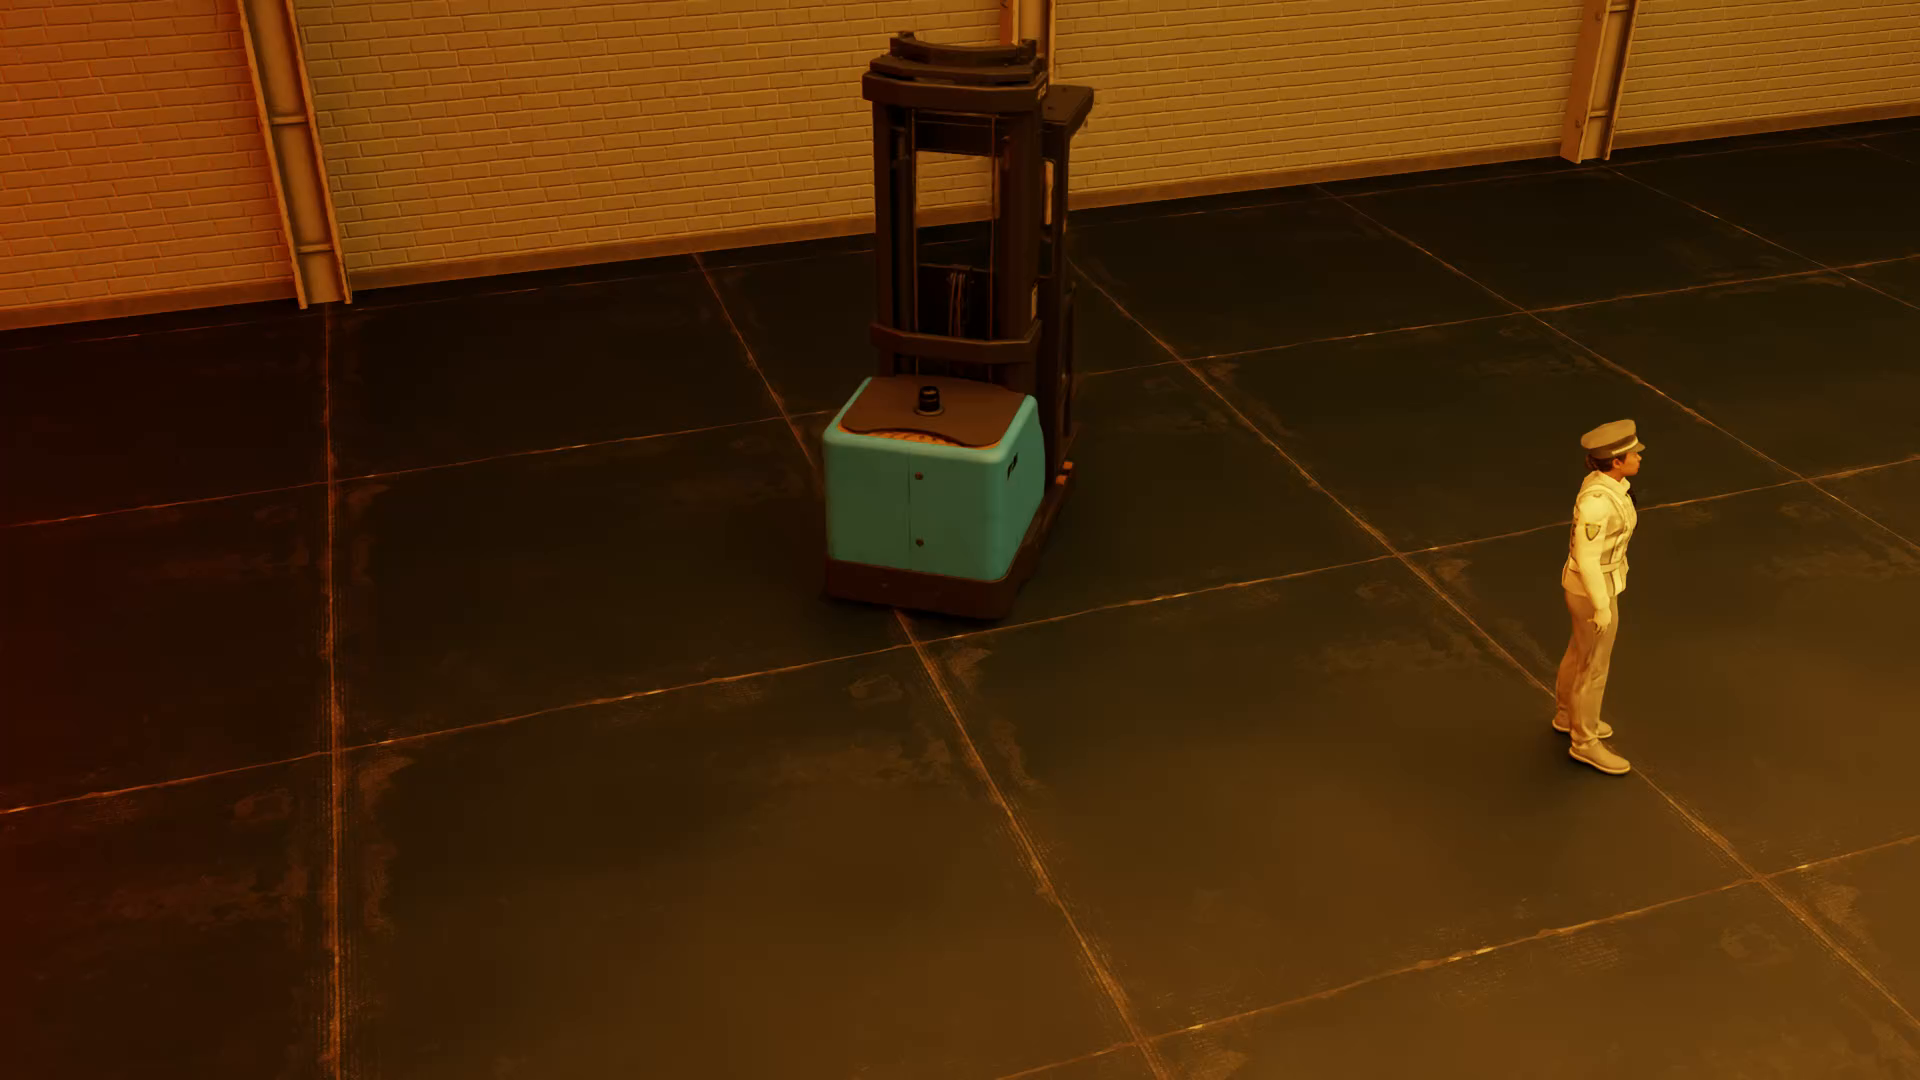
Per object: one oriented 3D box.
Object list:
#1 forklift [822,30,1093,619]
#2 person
[{"bbox_3d":[0.127,-1.556,9.792,1.130,2.935,3.031,8,31,13],"label":"forklift"},{"bbox_3d":[3.090,0.234,7.909,0.526,1.698,0.578,12,32,20],"label":"person"}]
